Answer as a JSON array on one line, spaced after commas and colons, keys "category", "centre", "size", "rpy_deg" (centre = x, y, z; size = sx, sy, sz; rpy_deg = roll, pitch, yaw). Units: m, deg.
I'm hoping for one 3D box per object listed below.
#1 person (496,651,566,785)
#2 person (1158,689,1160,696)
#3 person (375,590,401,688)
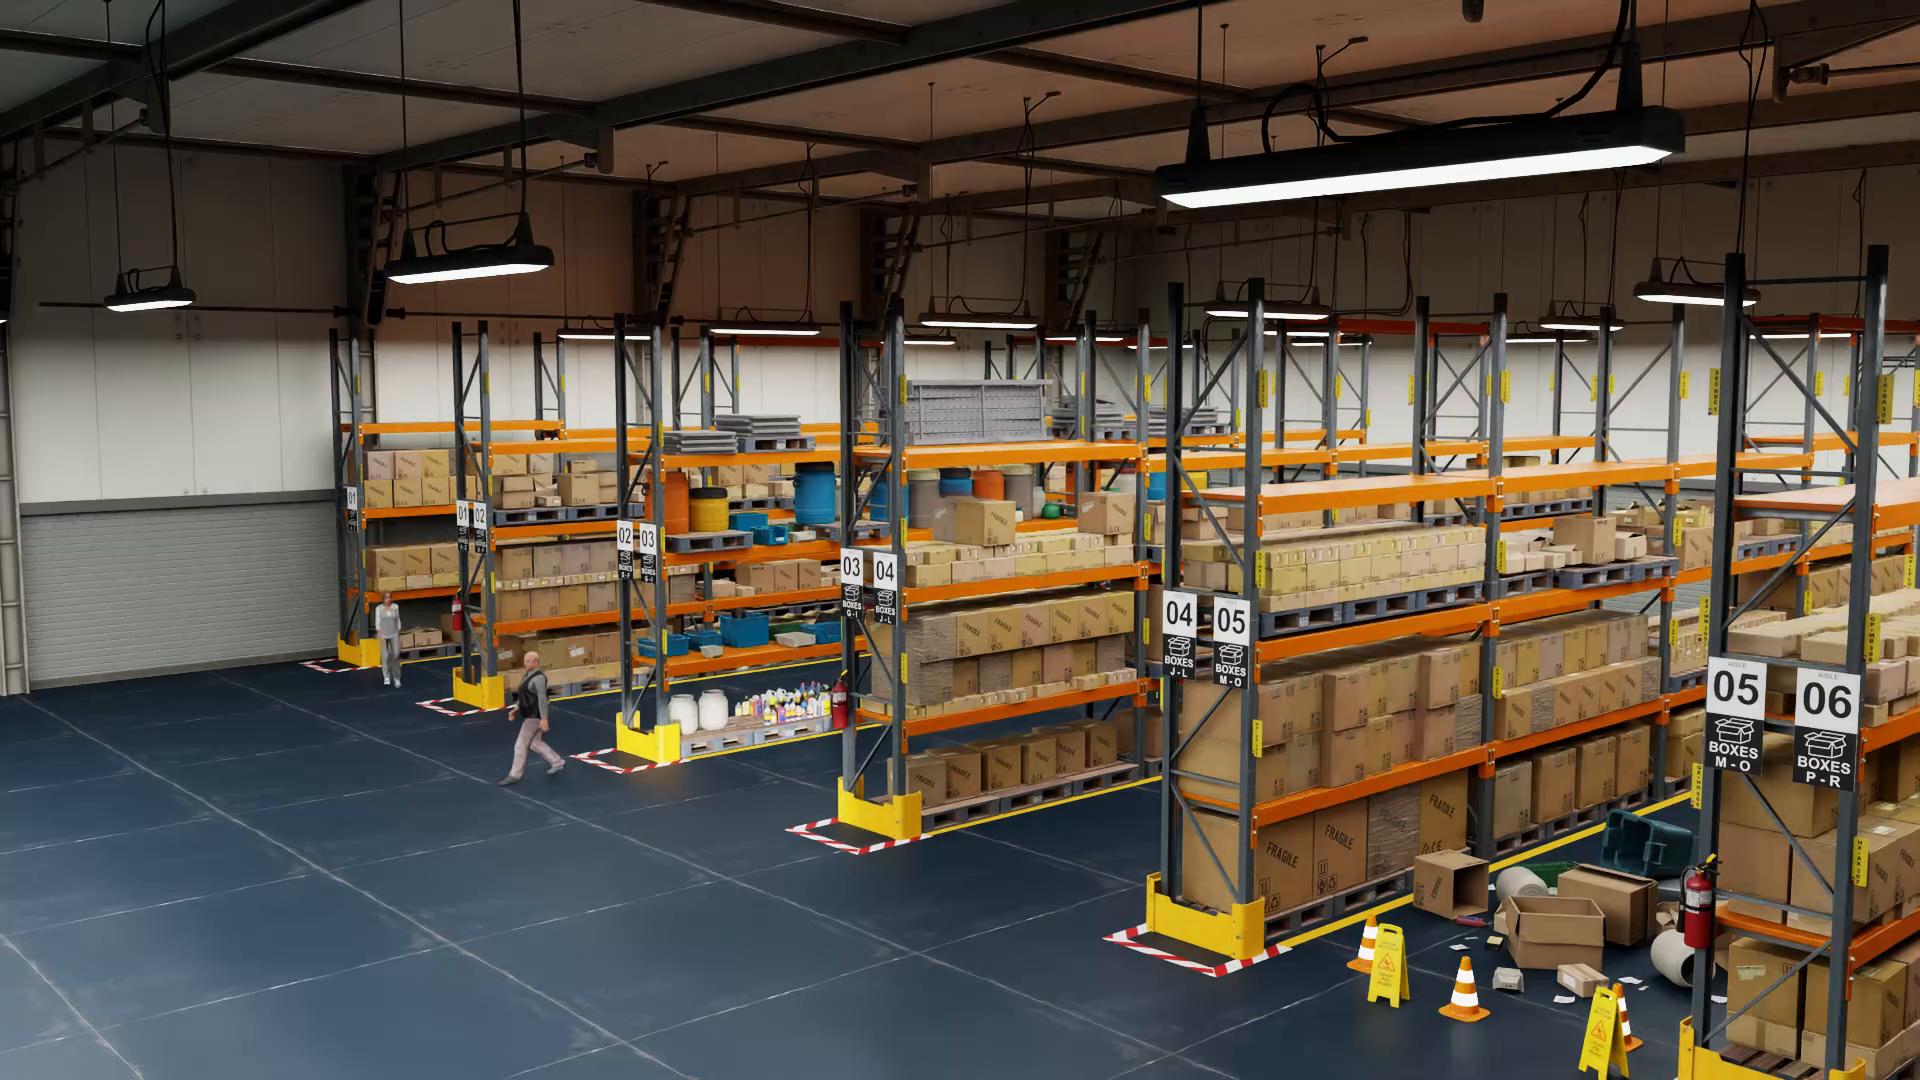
[{"category": "person", "centre": [-5.450, 2.244, 21.125], "size": [0.898, 1.690, 0.613], "rpy_deg": [-3, 6, -27]}, {"category": "person", "centre": [3.158, 1.750, 26.518], "size": [0.741, 1.607, 0.576], "rpy_deg": [-4, 7, -33]}, {"category": "person", "centre": [-9.514, 1.656, 27.673], "size": [0.409, 1.652, 0.488], "rpy_deg": [-3, 6, -24]}]
